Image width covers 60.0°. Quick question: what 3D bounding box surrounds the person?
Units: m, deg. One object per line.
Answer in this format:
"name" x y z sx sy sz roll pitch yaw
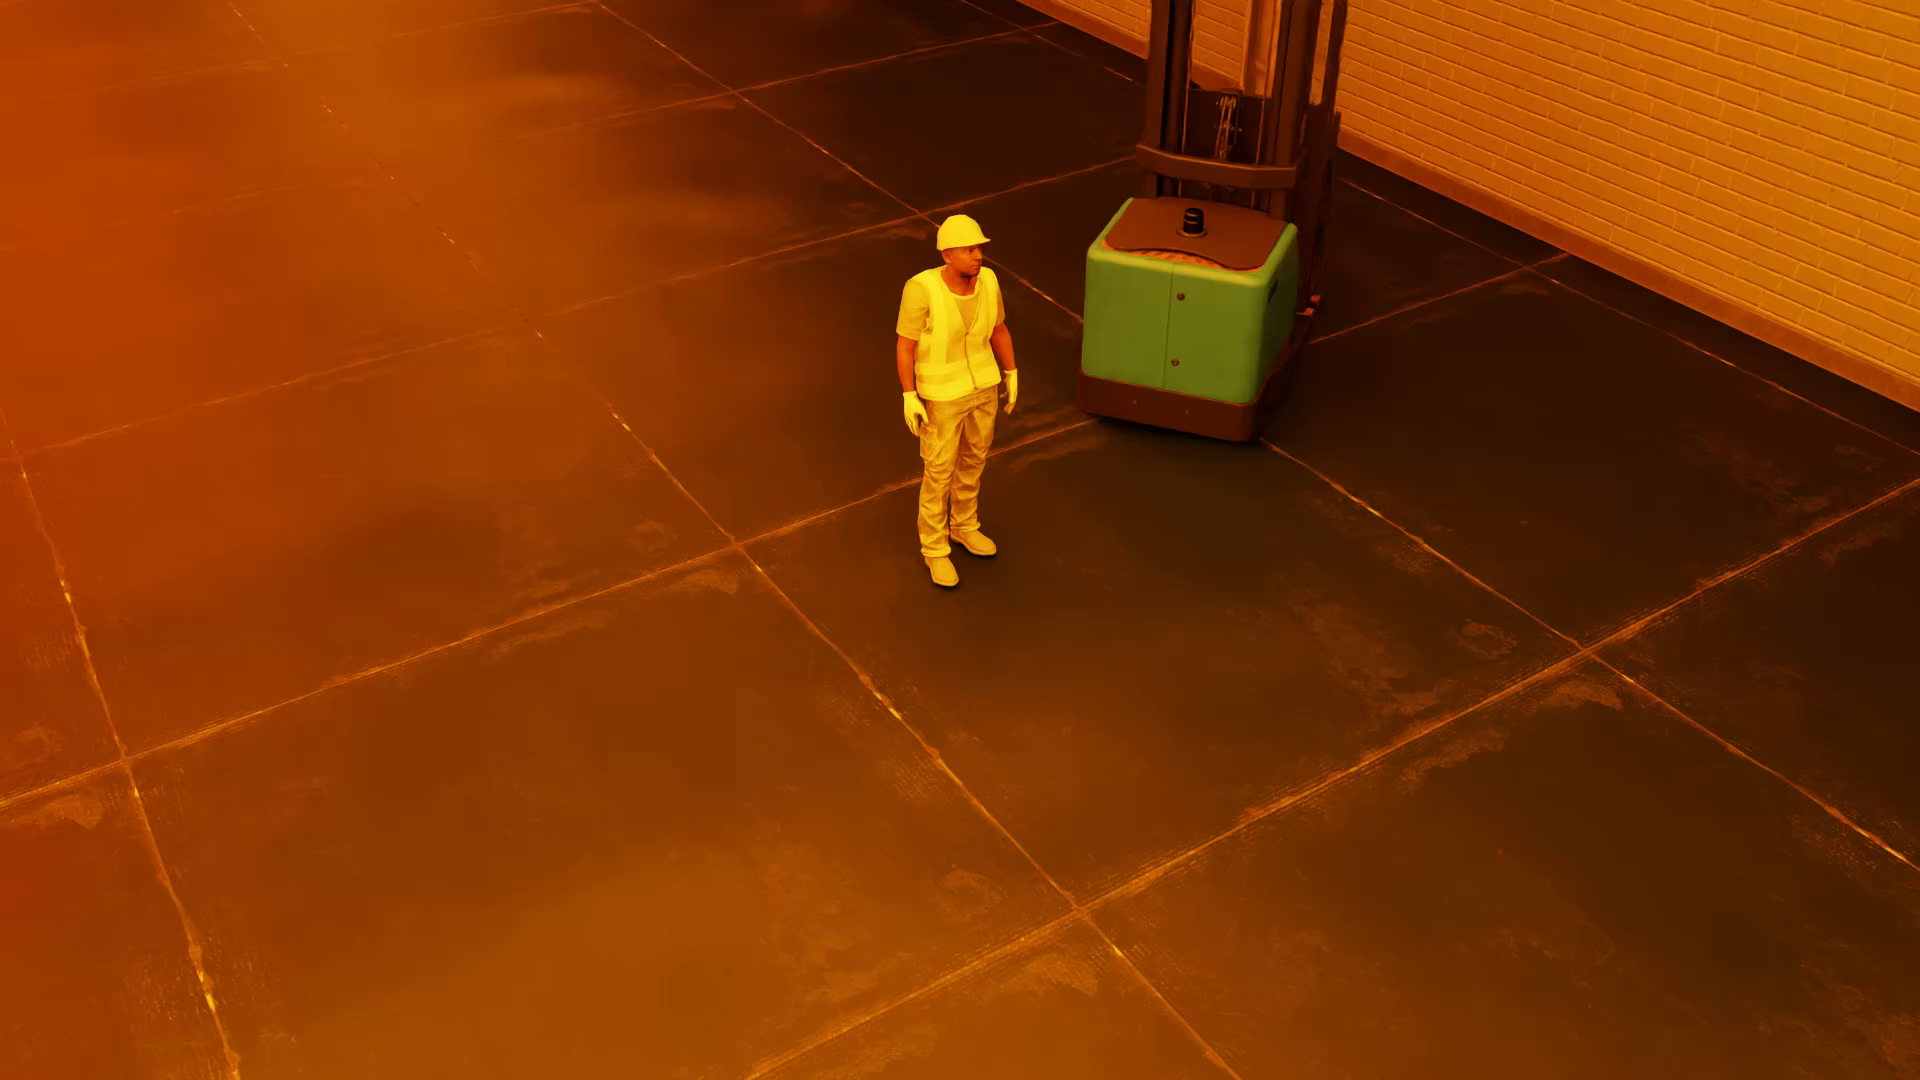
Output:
"person" 0.031 -0.698 8.127 0.656 1.782 0.577 -21 40 -27

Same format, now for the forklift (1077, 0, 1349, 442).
"forklift" 1.704 -2.593 9.838 1.130 2.935 3.031 13 37 18
